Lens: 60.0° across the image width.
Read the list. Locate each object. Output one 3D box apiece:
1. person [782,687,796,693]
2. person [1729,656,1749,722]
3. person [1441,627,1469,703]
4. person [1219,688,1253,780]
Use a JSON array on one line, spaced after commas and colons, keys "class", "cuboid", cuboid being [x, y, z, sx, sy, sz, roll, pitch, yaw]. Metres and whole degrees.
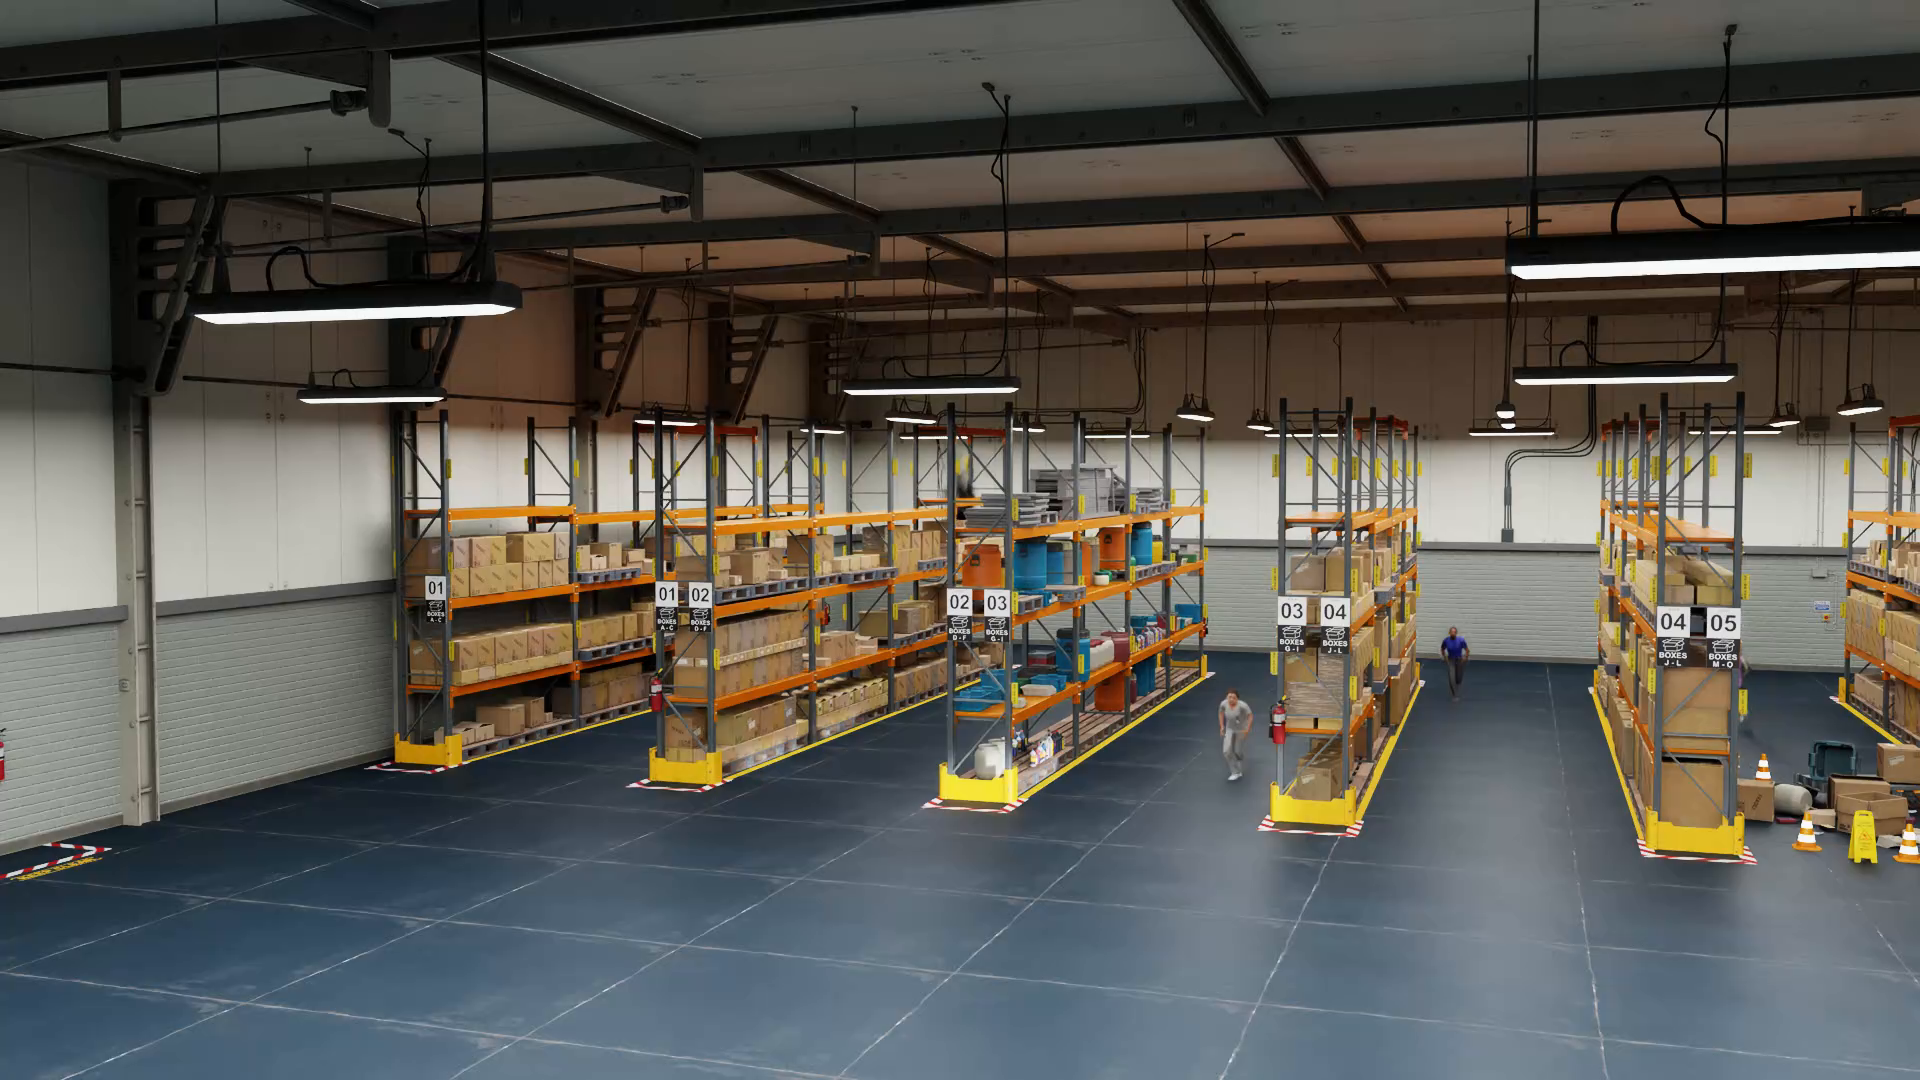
[{"class": "person", "cuboid": [-3.787, 2.616, 36.066, 0.668, 1.686, 0.585, 0, 2, 10]}, {"class": "person", "cuboid": [15.154, 2.821, 32.621, 0.521, 1.567, 0.540, 1, 3, 15]}, {"class": "person", "cuboid": [10.701, 2.682, 35.995, 0.584, 1.641, 0.816, 1, 3, 16]}, {"class": "person", "cuboid": [4.491, 3.109, 26.952, 0.550, 1.518, 0.964, 1, 3, 23]}]
